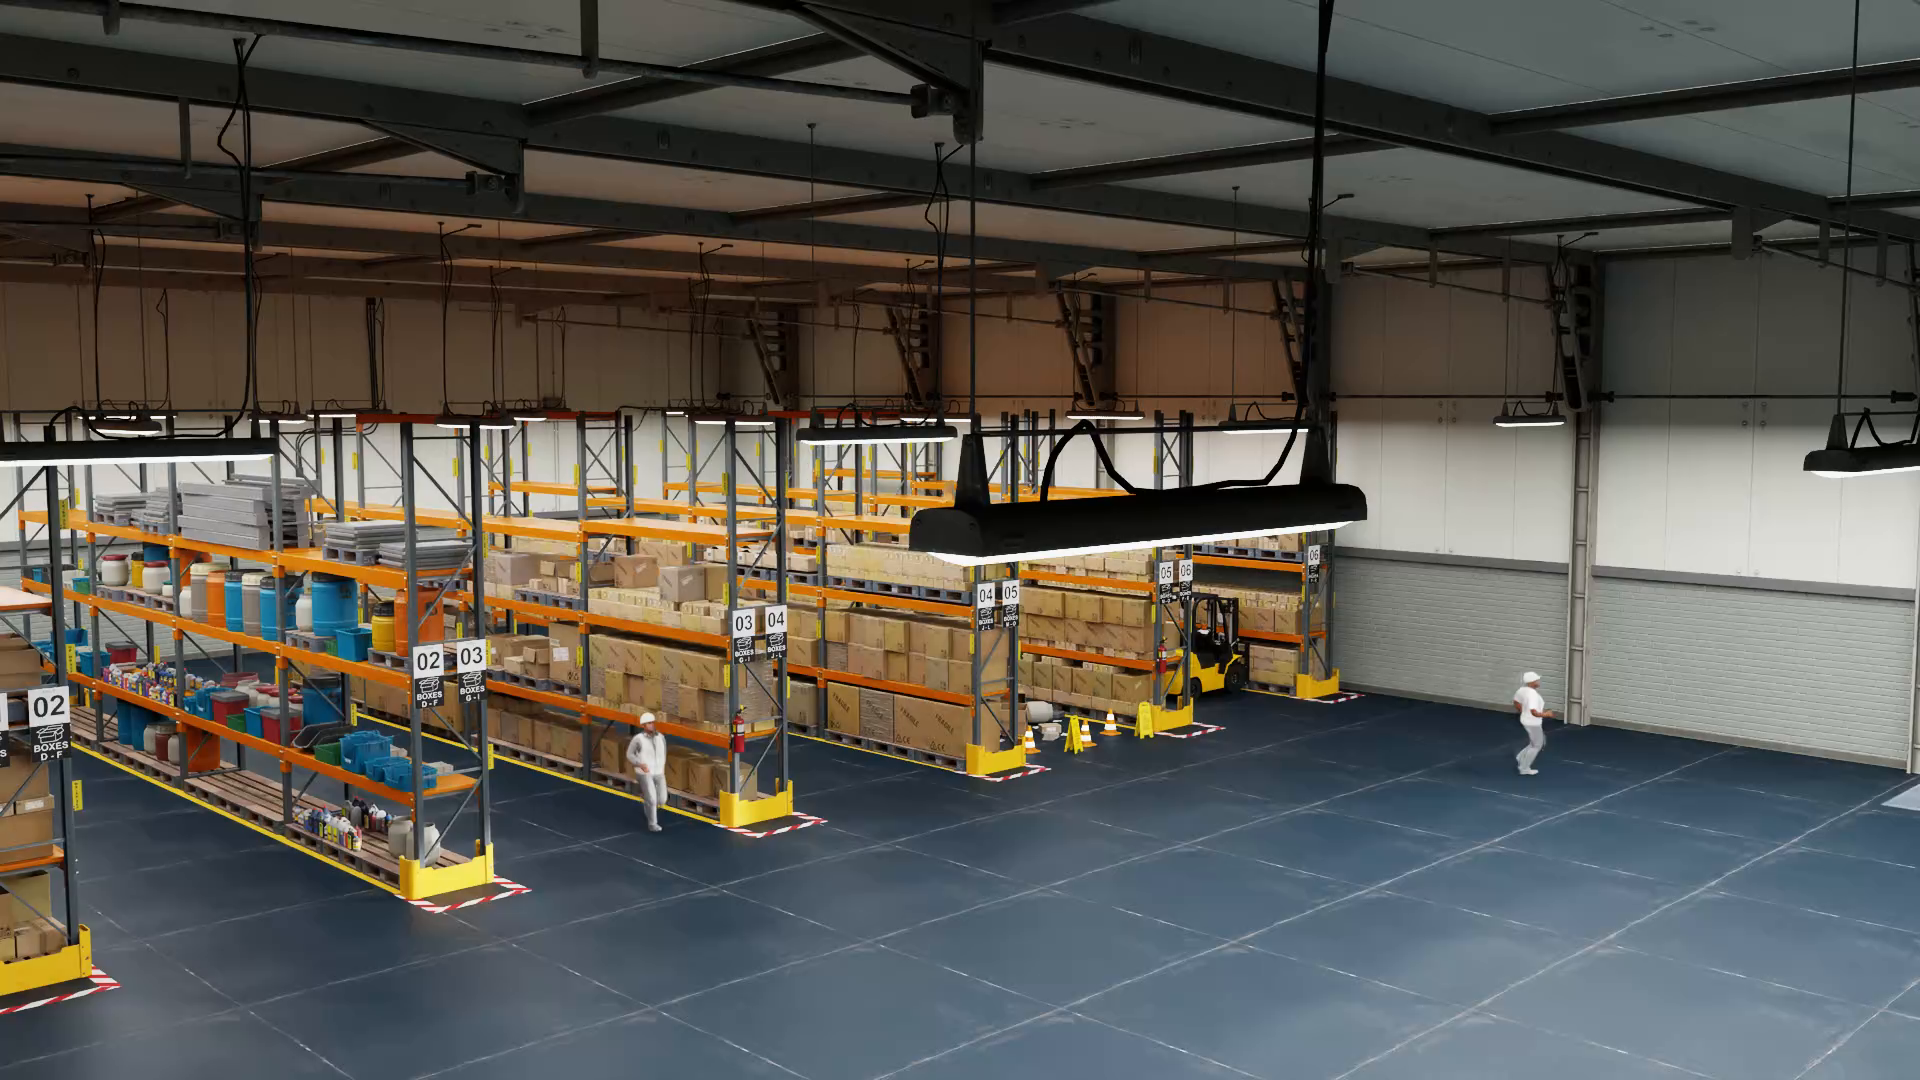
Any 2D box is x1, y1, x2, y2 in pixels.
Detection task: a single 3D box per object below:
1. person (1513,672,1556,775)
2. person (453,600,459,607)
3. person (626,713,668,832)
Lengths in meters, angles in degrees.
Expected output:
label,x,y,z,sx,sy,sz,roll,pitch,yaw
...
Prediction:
label,x,y,z,sx,sy,sz,roll,pitch,yaw
person,9.598,3.052,27.753,0.582,1.720,0.688,0,5,4
person,-11.439,2.211,37.727,0.770,1.738,0.684,-2,5,-20
person,-4.535,3.371,24.199,0.658,1.736,0.605,-4,6,-40
